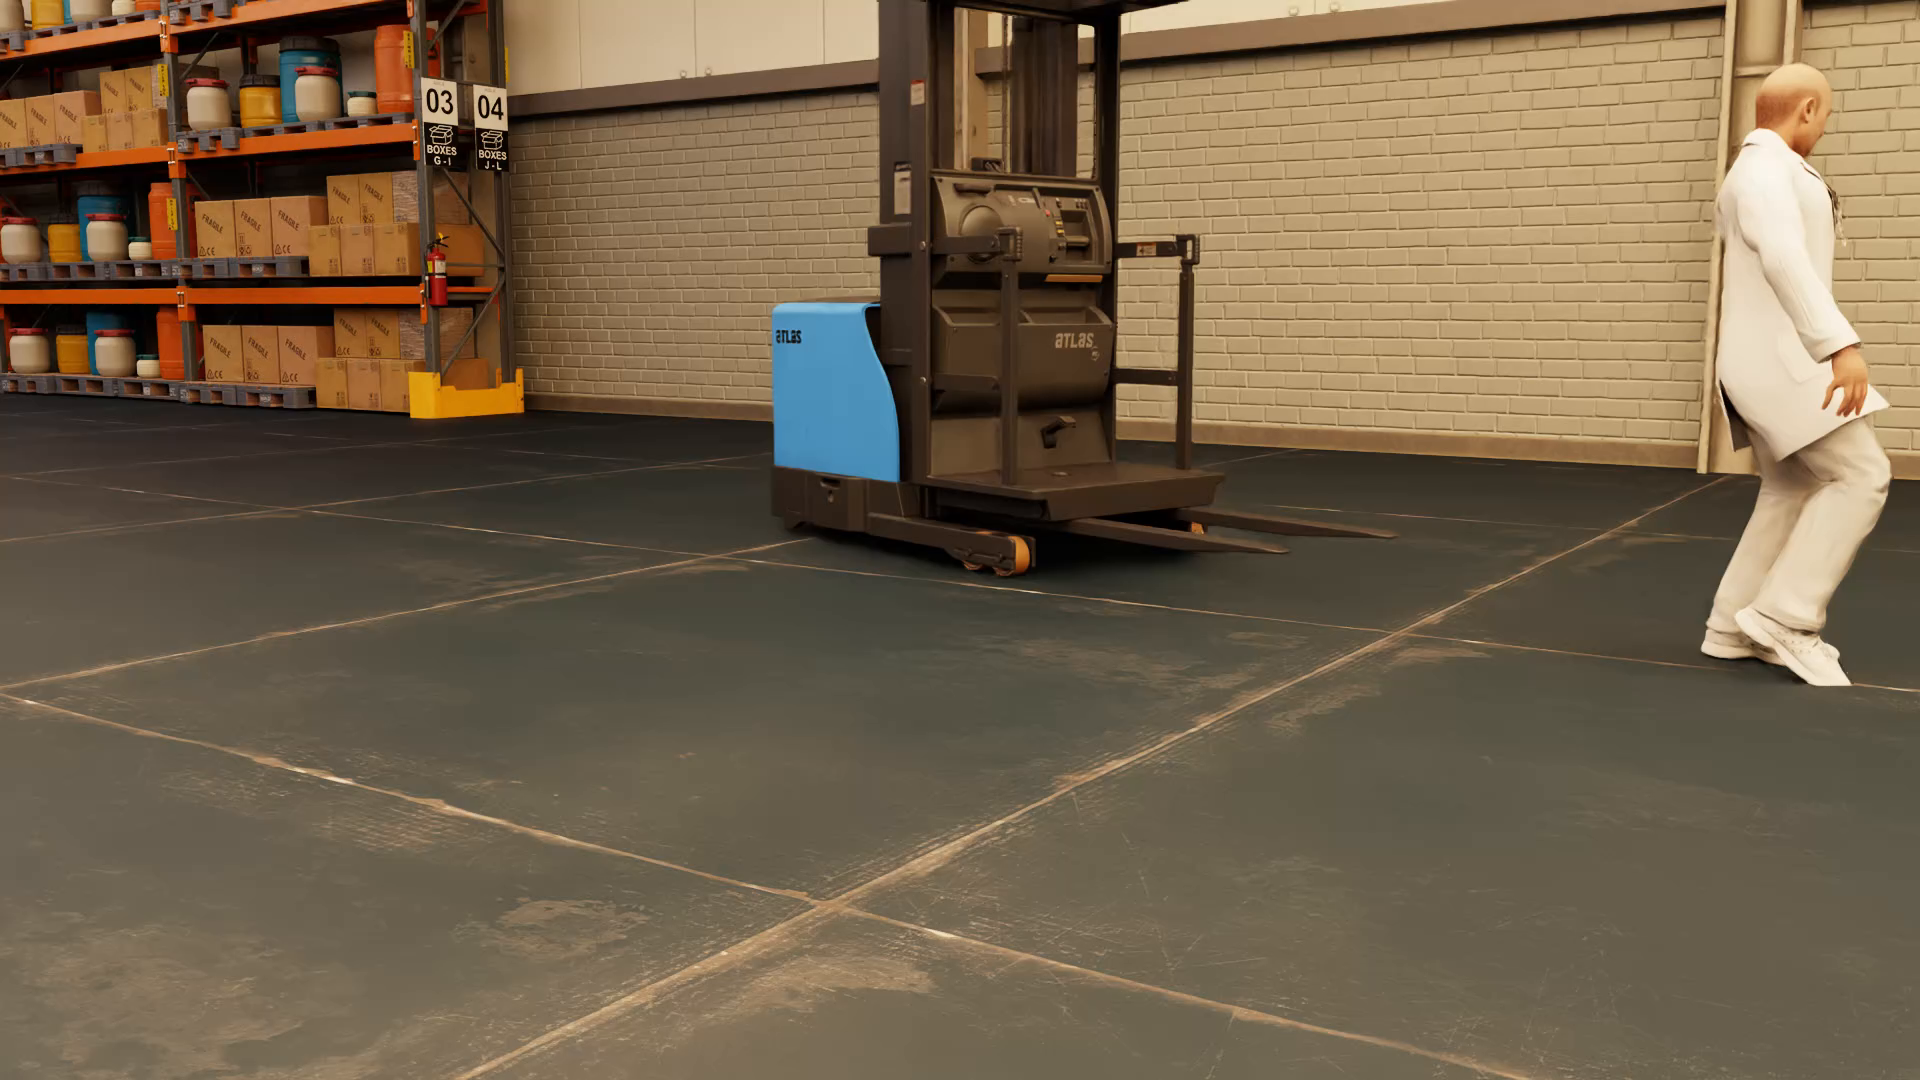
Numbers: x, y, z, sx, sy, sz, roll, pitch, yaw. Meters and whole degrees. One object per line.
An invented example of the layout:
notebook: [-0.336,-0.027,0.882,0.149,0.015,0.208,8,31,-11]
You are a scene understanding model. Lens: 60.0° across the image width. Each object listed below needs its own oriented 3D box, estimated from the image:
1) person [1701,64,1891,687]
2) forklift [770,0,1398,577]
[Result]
person: [2.456,-0.477,4.882,0.486,1.791,0.917,3,9,23]
forklift: [0.412,-1.383,6.922,1.130,2.935,3.031,-6,10,-38]
